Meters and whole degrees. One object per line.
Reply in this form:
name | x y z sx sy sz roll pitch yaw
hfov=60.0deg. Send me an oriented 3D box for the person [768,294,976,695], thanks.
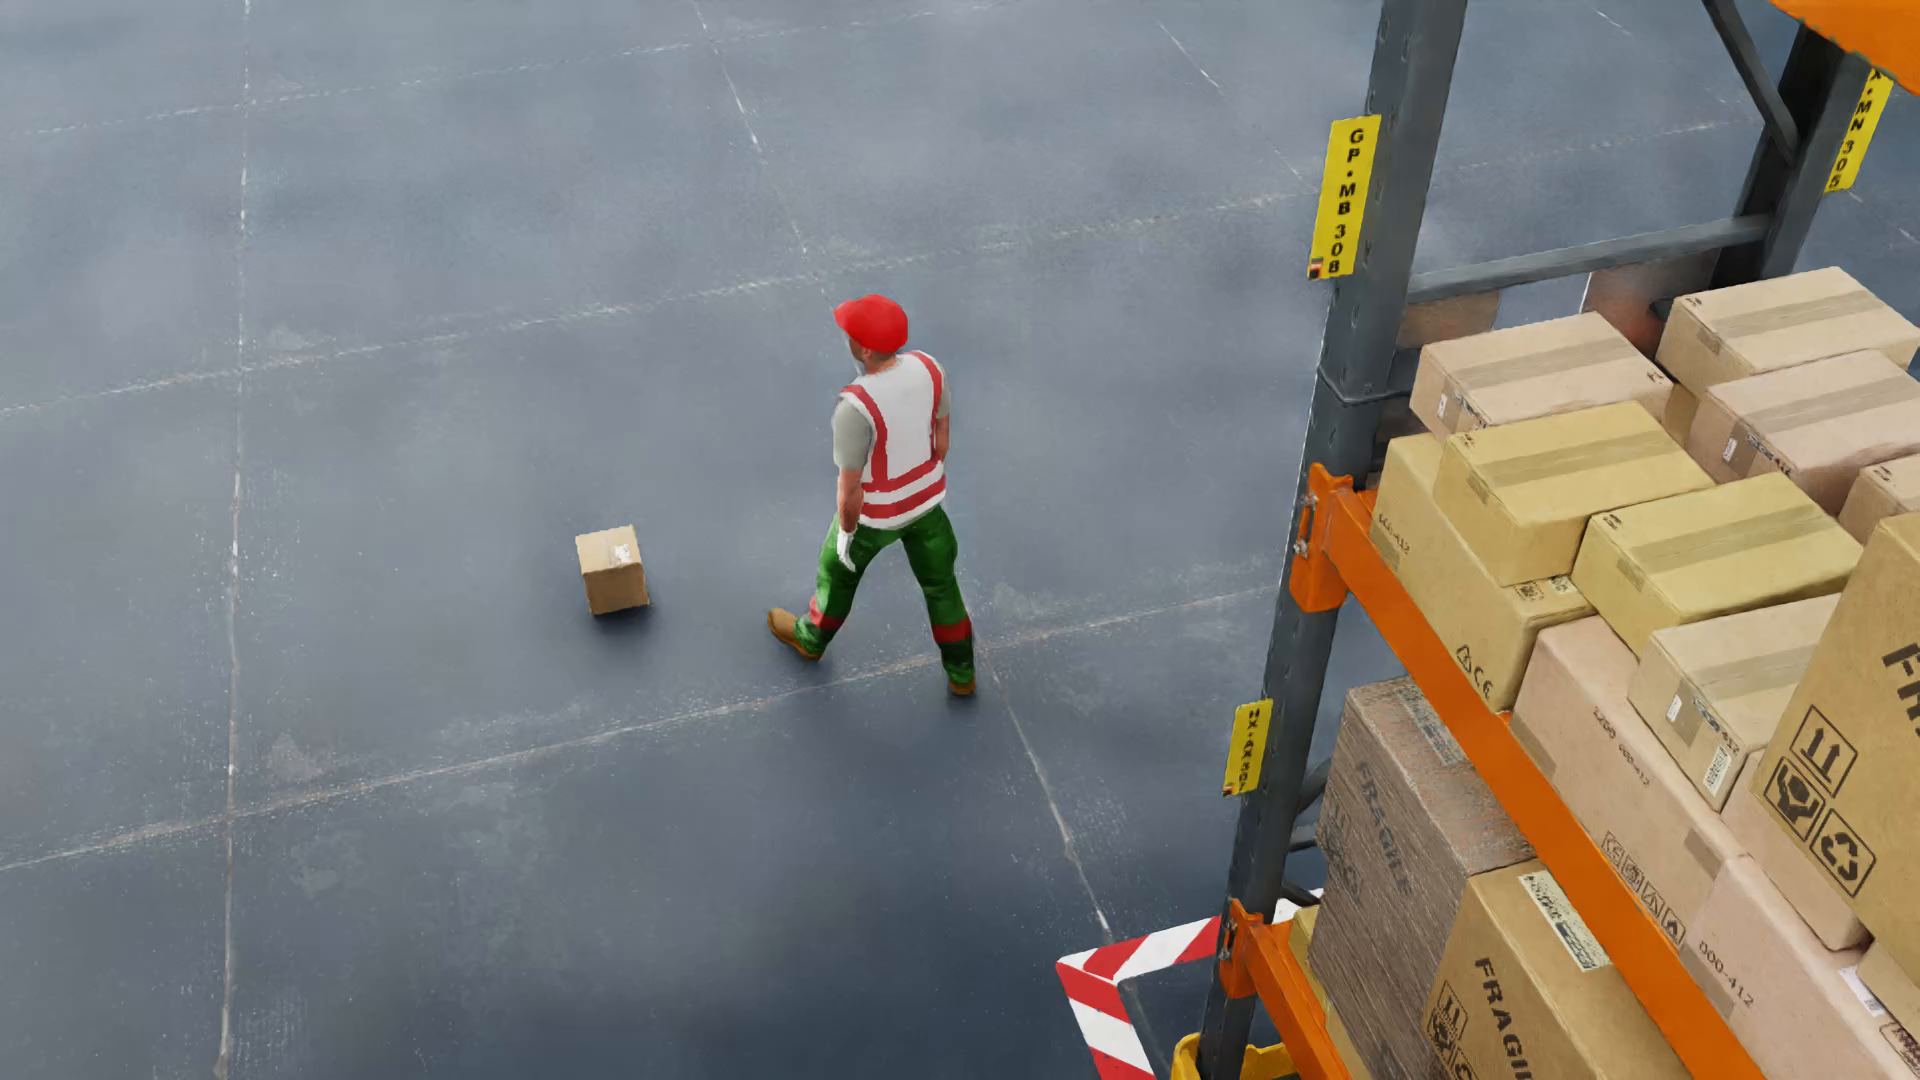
person | -0.324 -0.186 6.336 0.632 1.755 0.837 -29 49 -28
